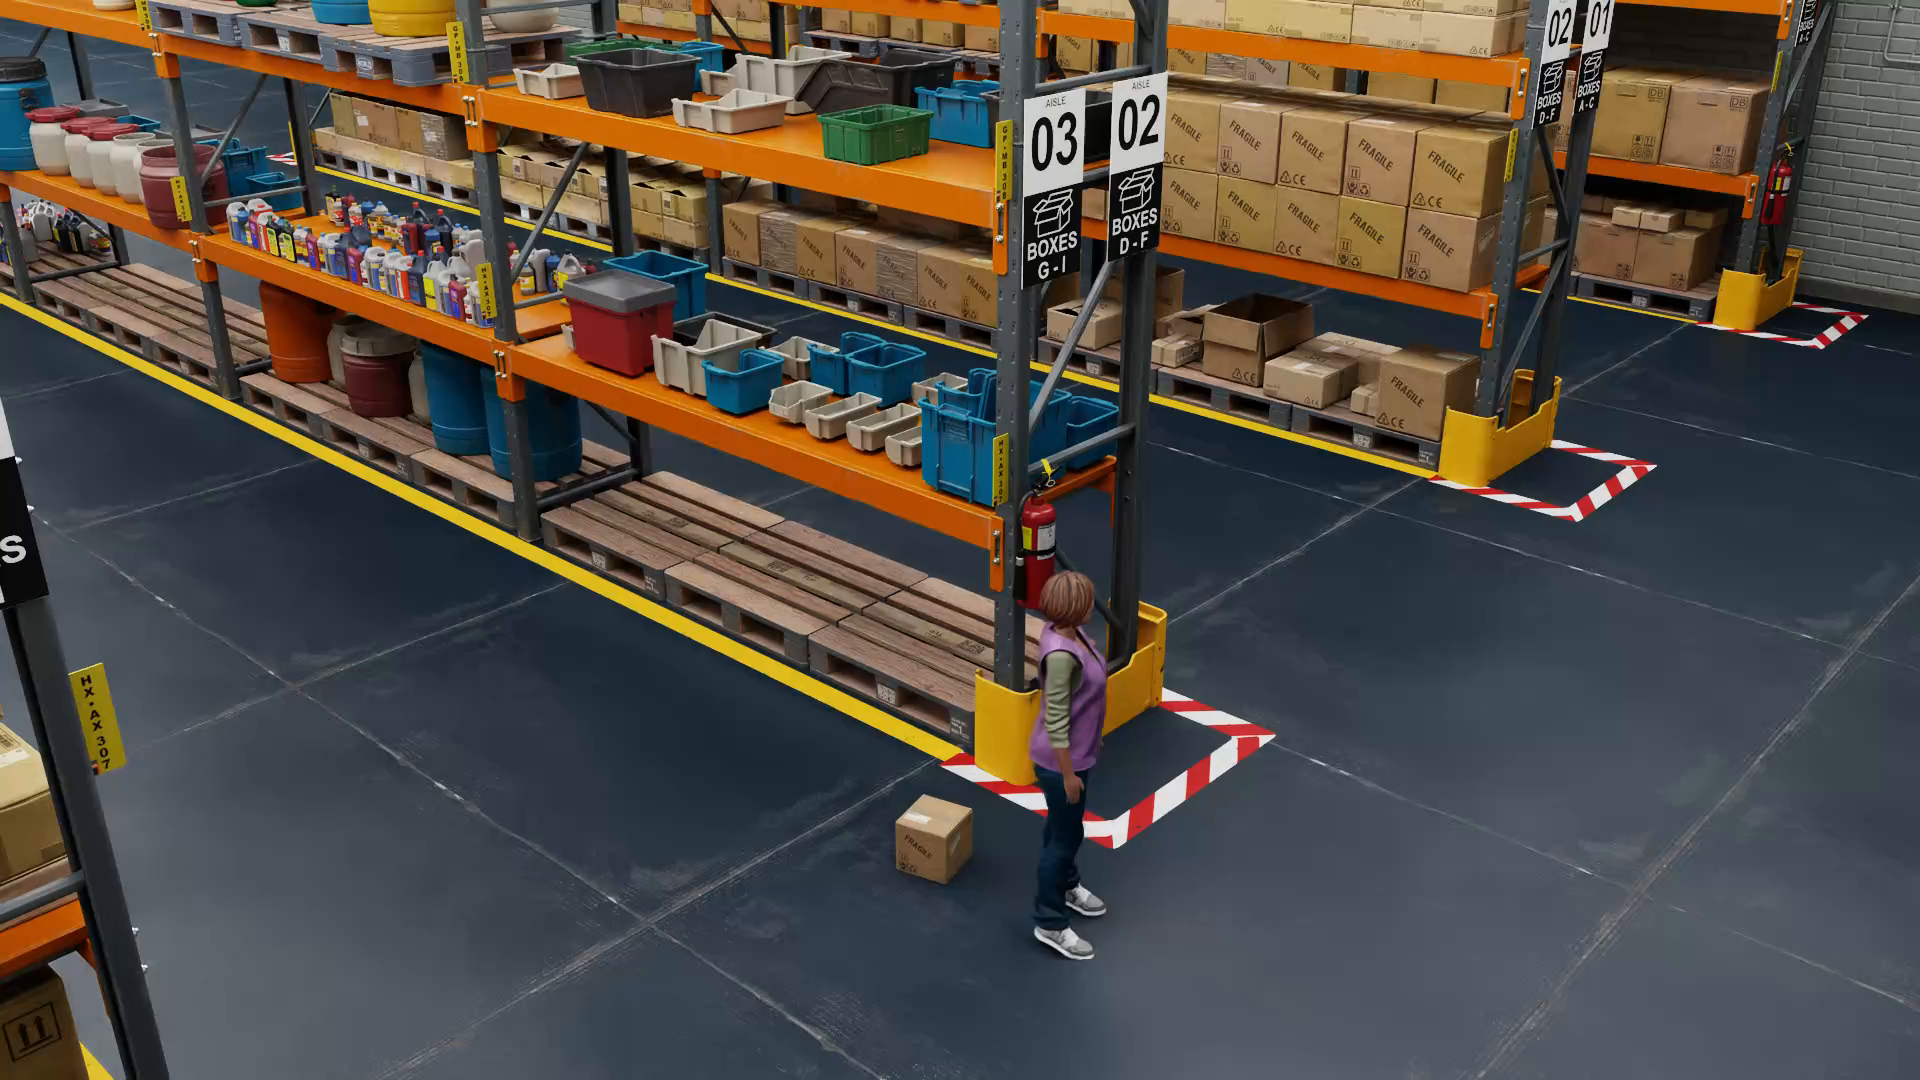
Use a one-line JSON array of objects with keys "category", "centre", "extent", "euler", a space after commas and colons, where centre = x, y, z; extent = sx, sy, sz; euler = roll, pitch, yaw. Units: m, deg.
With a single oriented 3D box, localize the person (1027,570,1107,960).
[{"category": "person", "centre": [0.437, 0.878, 6.663], "extent": [0.340, 1.620, 0.476], "euler": [3, 25, 8]}]
